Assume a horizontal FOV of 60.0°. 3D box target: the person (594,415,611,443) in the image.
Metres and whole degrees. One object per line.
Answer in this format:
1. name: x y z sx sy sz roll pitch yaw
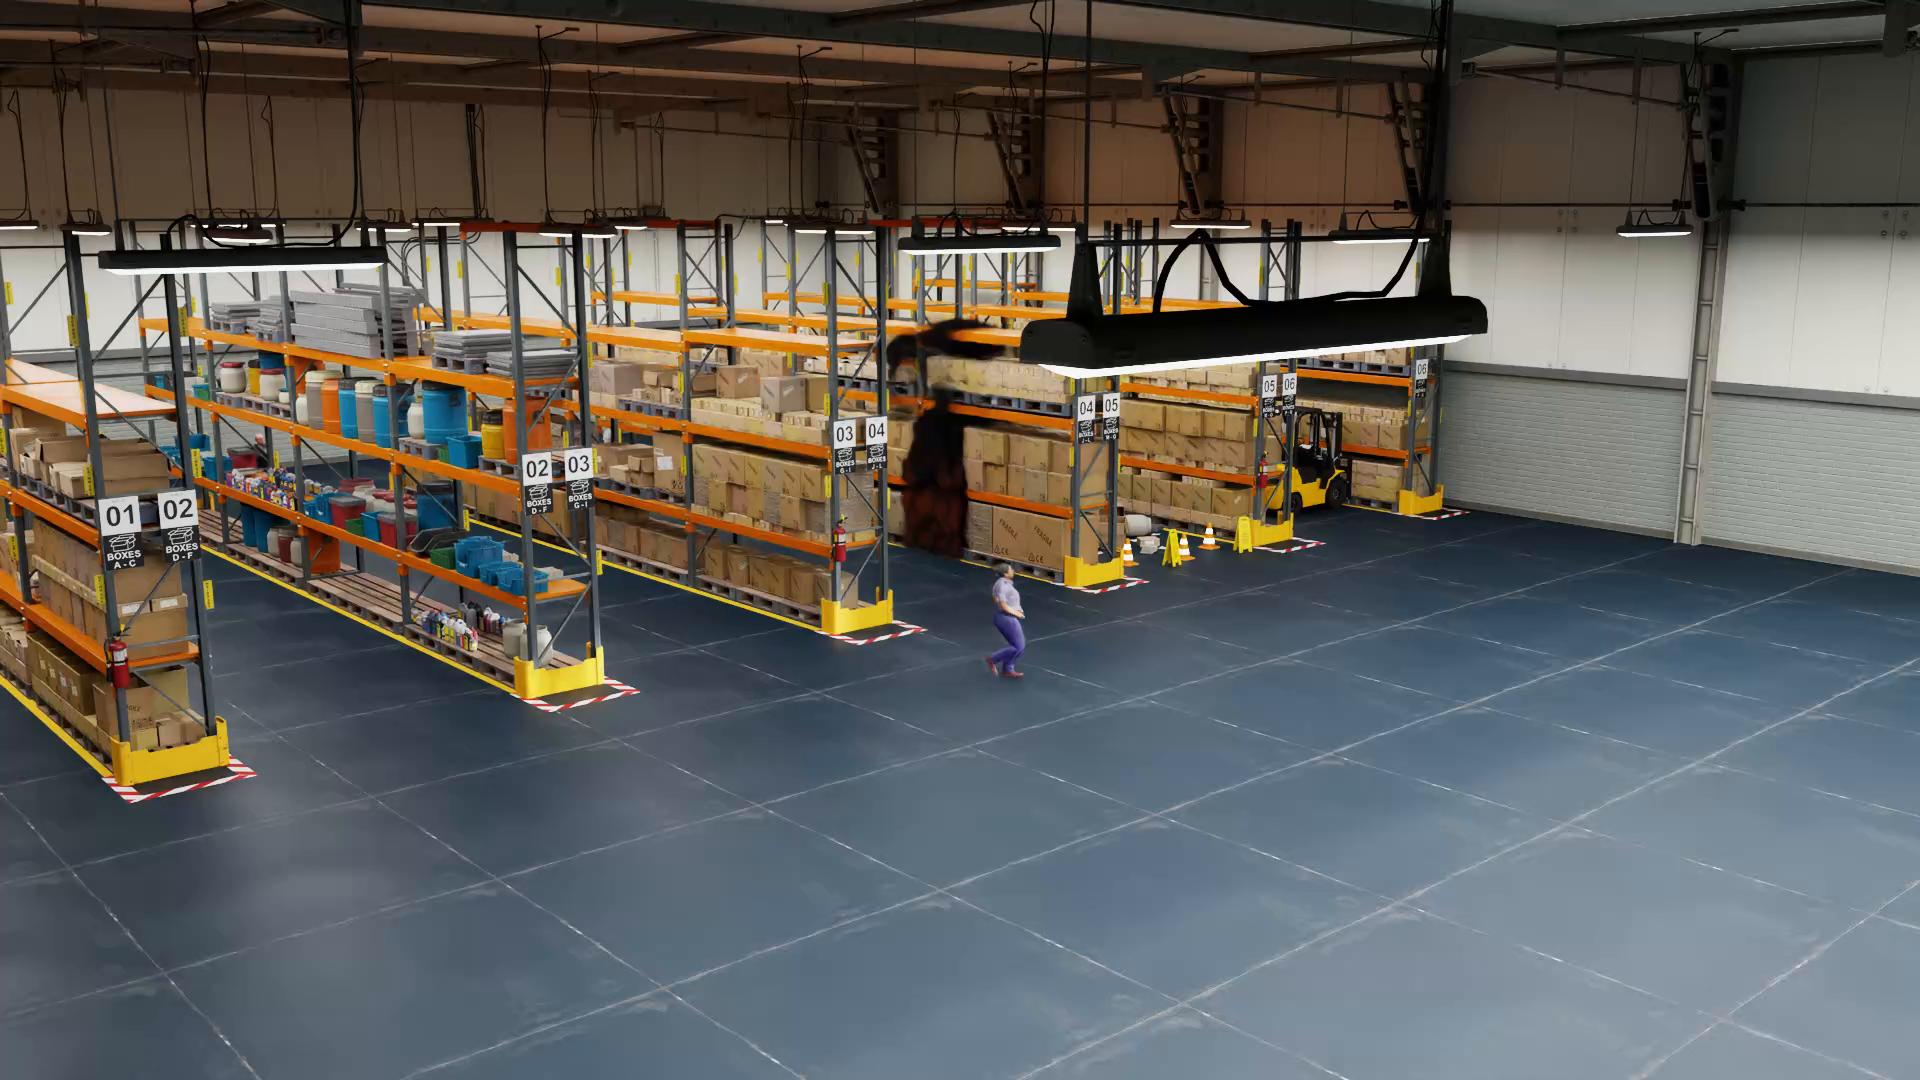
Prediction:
1. person: -8.686 -2.795 41.179 0.765 1.831 0.659 -10 15 -41

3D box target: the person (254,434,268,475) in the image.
1. person: -14.663 -1.436 34.914 0.557 1.631 0.762 3 12 12

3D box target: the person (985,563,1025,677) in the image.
1. person: 0.599 1.093 22.449 0.578 1.583 0.605 -2 12 -11
